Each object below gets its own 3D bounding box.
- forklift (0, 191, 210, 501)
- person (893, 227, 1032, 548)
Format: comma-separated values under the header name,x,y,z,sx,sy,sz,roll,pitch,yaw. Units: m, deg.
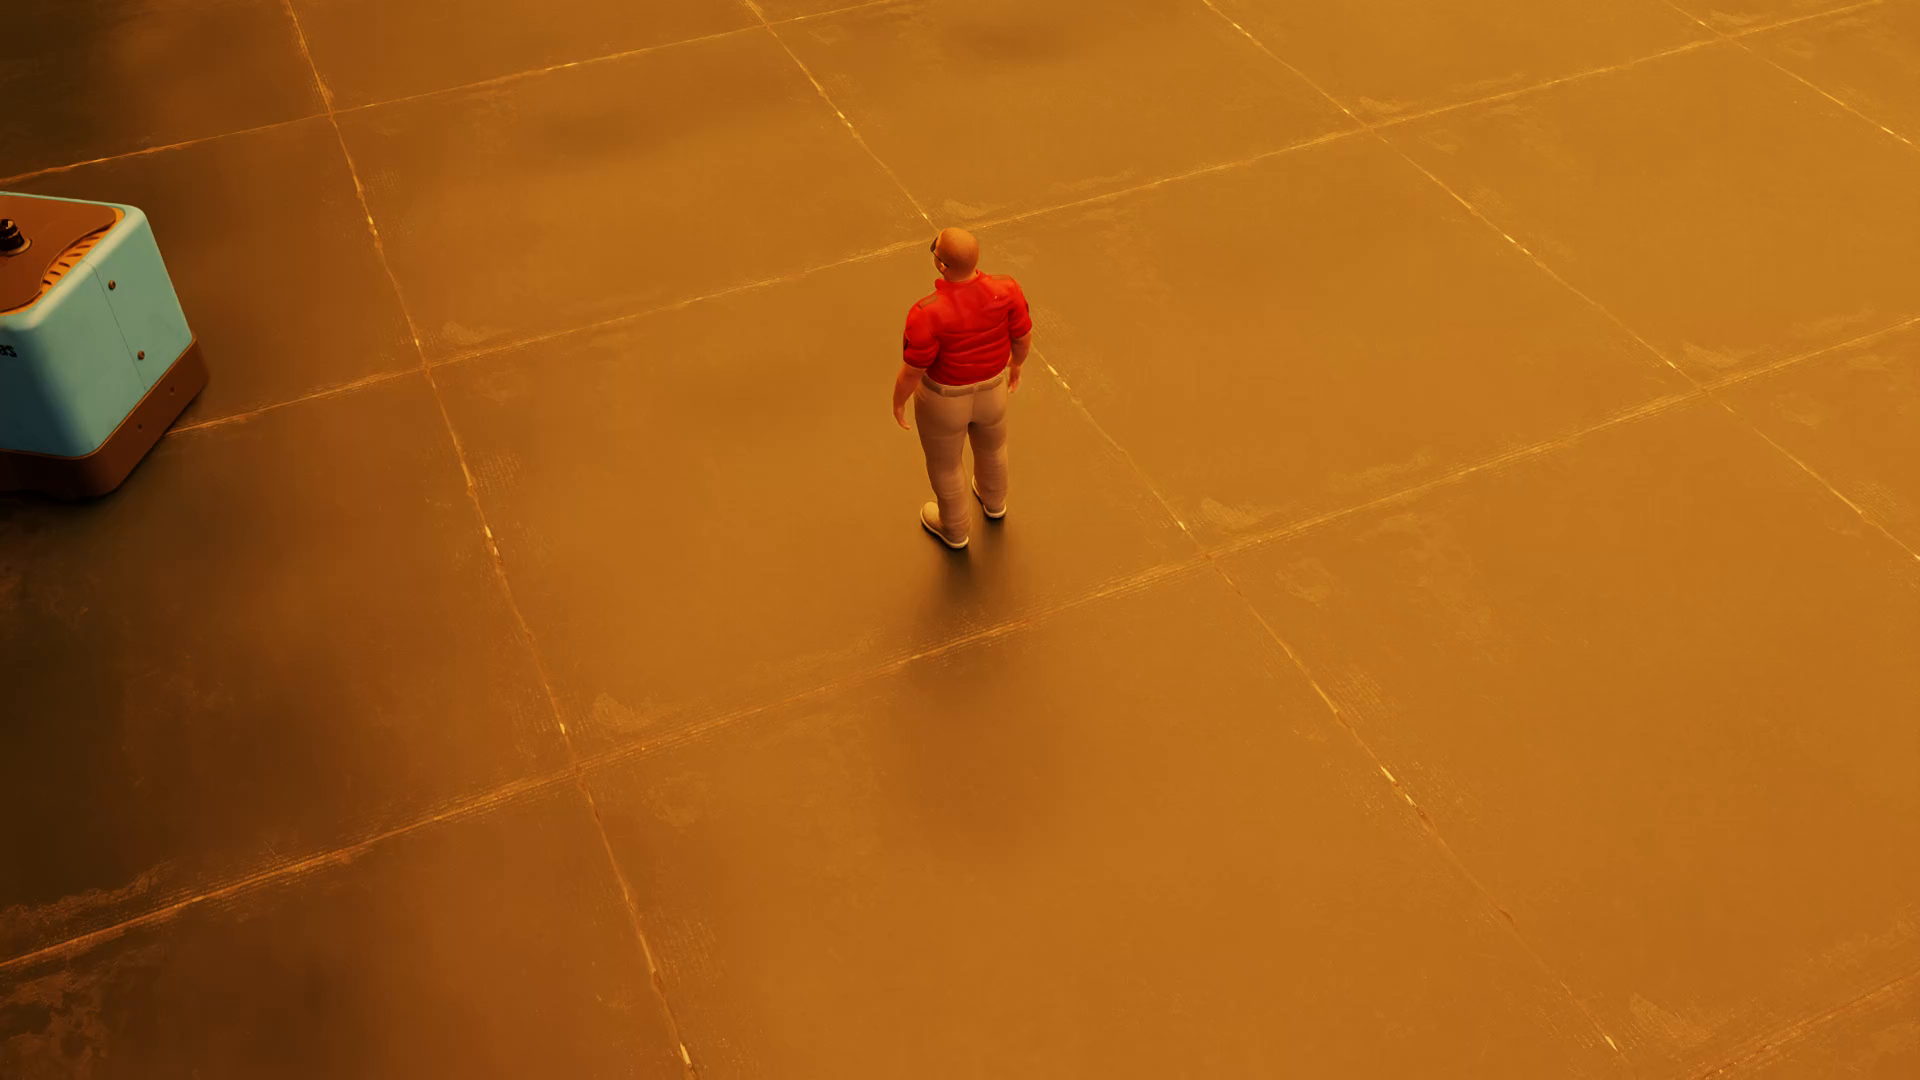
name,x,y,z,sx,sy,sz,roll,pitch,yaw
forklift,-5.459,-1.753,7.558,3.031,2.935,1.130,7,44,8
person,-0.027,-0.697,7.296,0.641,1.728,0.550,-18,46,-18
